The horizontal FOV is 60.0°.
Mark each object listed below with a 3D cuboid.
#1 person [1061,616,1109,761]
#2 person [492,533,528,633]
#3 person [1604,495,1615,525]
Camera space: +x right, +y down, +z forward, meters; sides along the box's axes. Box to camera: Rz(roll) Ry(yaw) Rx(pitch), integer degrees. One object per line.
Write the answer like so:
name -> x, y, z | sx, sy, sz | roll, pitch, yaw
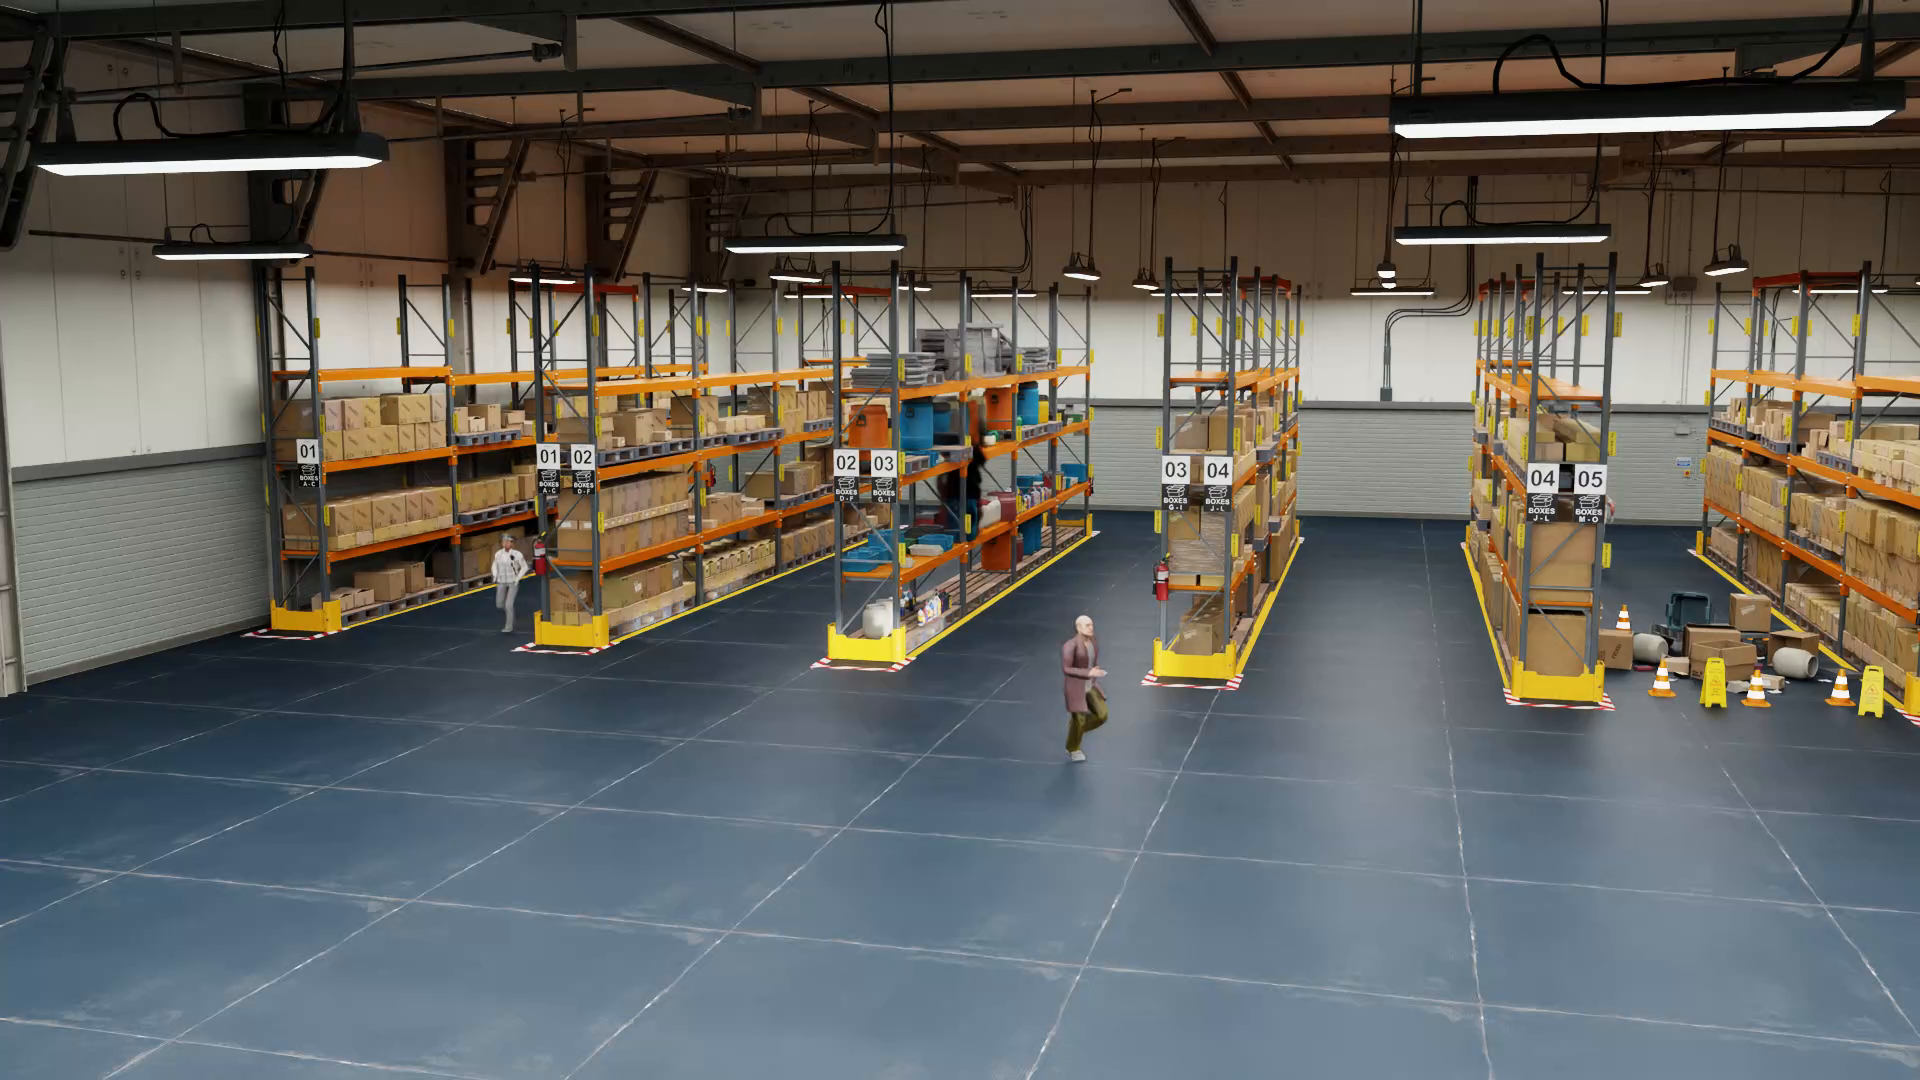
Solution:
person -> 1.453, 1.725, 19.176 | 0.761, 1.714, 0.723 | -7, 10, -42
person -> -7.460, 0.695, 27.550 | 0.609, 1.652, 0.575 | 1, 7, 5
person -> 13.416, -0.335, 35.095 | 0.687, 1.789, 1.054 | 1, 7, 11
